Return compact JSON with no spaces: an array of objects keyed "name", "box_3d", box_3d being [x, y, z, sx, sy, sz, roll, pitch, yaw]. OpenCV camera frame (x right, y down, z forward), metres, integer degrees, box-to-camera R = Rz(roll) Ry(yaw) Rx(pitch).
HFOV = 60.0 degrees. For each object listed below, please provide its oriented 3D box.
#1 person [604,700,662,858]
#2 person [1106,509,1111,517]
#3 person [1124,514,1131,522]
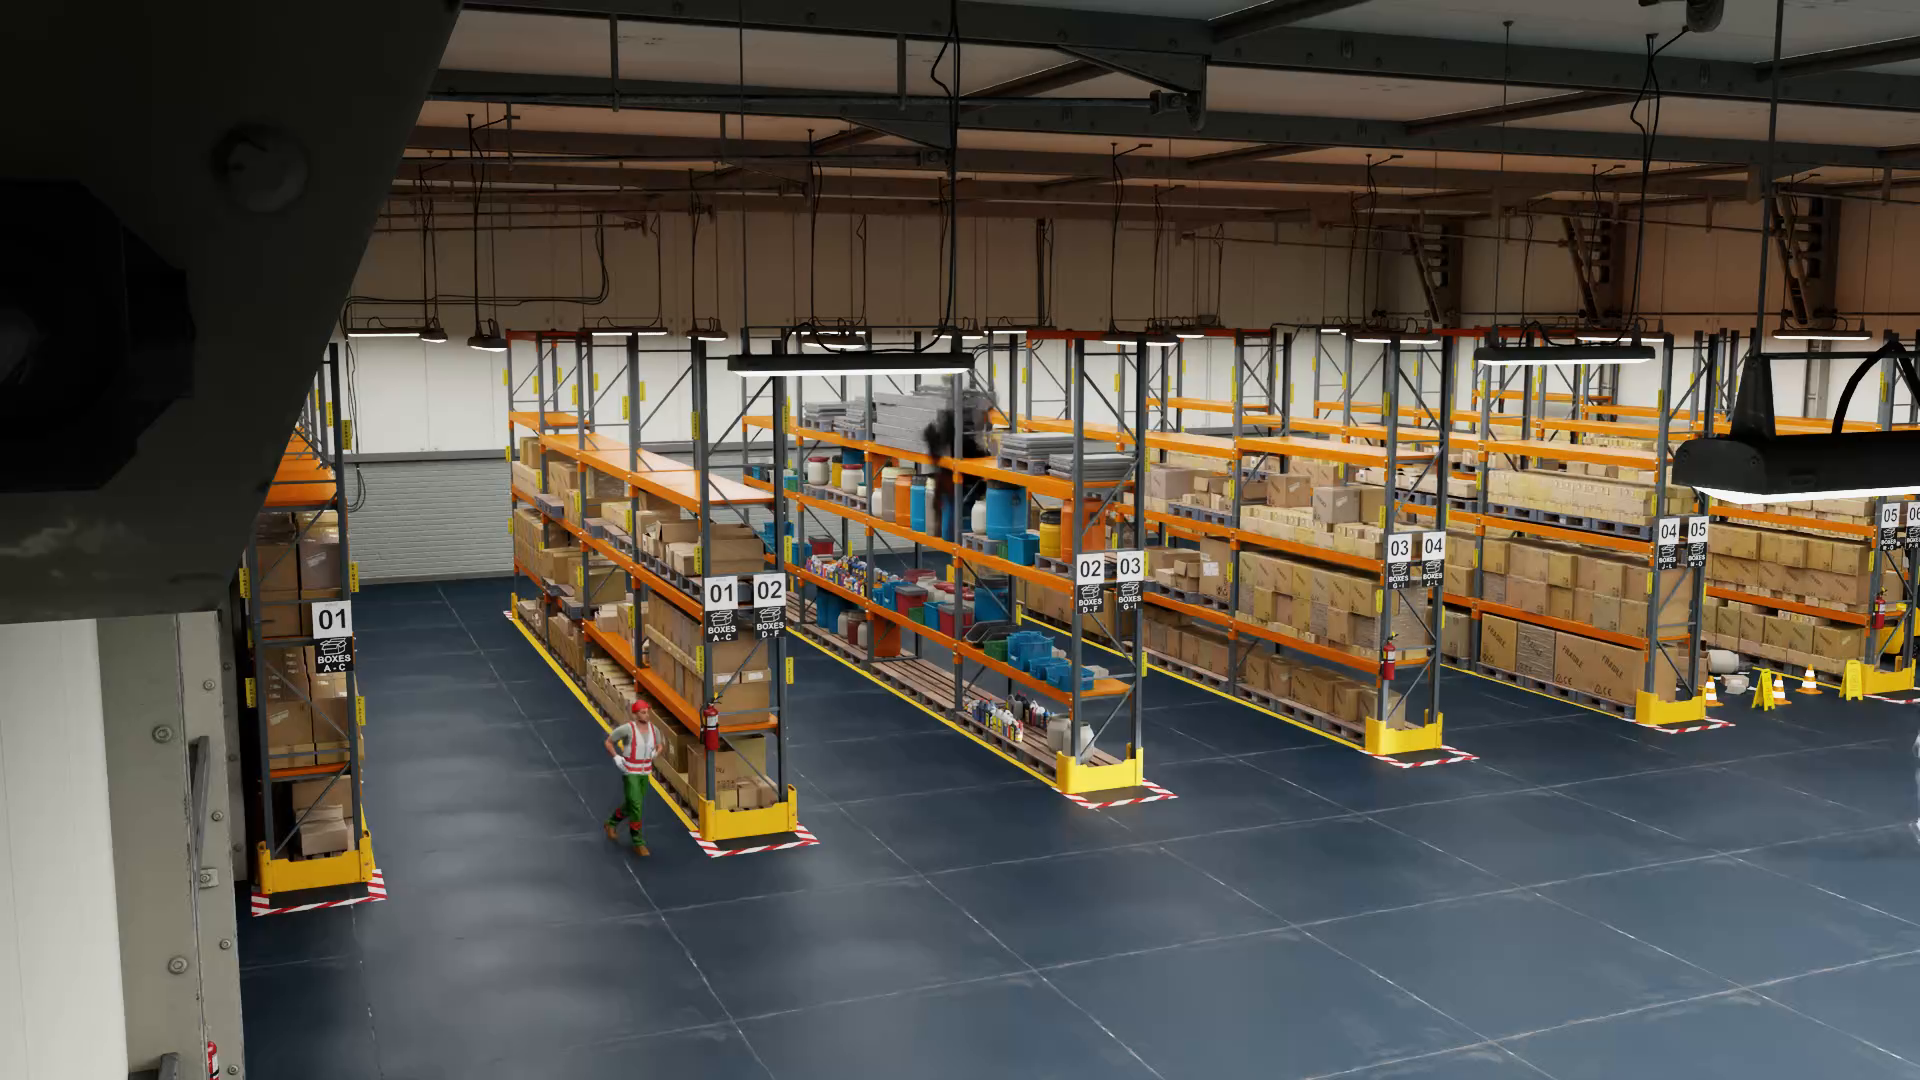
[{"name":"person","box_3d":[-3.842,2.785,19.796,0.918,1.800,0.678,7,10,41]},{"name":"person","box_3d":[3.527,-0.023,40.906,0.595,1.593,0.541,6,10,38]},{"name":"person","box_3d":[3.835,0.237,38.574,0.665,1.751,0.841,-2,8,-15]}]
